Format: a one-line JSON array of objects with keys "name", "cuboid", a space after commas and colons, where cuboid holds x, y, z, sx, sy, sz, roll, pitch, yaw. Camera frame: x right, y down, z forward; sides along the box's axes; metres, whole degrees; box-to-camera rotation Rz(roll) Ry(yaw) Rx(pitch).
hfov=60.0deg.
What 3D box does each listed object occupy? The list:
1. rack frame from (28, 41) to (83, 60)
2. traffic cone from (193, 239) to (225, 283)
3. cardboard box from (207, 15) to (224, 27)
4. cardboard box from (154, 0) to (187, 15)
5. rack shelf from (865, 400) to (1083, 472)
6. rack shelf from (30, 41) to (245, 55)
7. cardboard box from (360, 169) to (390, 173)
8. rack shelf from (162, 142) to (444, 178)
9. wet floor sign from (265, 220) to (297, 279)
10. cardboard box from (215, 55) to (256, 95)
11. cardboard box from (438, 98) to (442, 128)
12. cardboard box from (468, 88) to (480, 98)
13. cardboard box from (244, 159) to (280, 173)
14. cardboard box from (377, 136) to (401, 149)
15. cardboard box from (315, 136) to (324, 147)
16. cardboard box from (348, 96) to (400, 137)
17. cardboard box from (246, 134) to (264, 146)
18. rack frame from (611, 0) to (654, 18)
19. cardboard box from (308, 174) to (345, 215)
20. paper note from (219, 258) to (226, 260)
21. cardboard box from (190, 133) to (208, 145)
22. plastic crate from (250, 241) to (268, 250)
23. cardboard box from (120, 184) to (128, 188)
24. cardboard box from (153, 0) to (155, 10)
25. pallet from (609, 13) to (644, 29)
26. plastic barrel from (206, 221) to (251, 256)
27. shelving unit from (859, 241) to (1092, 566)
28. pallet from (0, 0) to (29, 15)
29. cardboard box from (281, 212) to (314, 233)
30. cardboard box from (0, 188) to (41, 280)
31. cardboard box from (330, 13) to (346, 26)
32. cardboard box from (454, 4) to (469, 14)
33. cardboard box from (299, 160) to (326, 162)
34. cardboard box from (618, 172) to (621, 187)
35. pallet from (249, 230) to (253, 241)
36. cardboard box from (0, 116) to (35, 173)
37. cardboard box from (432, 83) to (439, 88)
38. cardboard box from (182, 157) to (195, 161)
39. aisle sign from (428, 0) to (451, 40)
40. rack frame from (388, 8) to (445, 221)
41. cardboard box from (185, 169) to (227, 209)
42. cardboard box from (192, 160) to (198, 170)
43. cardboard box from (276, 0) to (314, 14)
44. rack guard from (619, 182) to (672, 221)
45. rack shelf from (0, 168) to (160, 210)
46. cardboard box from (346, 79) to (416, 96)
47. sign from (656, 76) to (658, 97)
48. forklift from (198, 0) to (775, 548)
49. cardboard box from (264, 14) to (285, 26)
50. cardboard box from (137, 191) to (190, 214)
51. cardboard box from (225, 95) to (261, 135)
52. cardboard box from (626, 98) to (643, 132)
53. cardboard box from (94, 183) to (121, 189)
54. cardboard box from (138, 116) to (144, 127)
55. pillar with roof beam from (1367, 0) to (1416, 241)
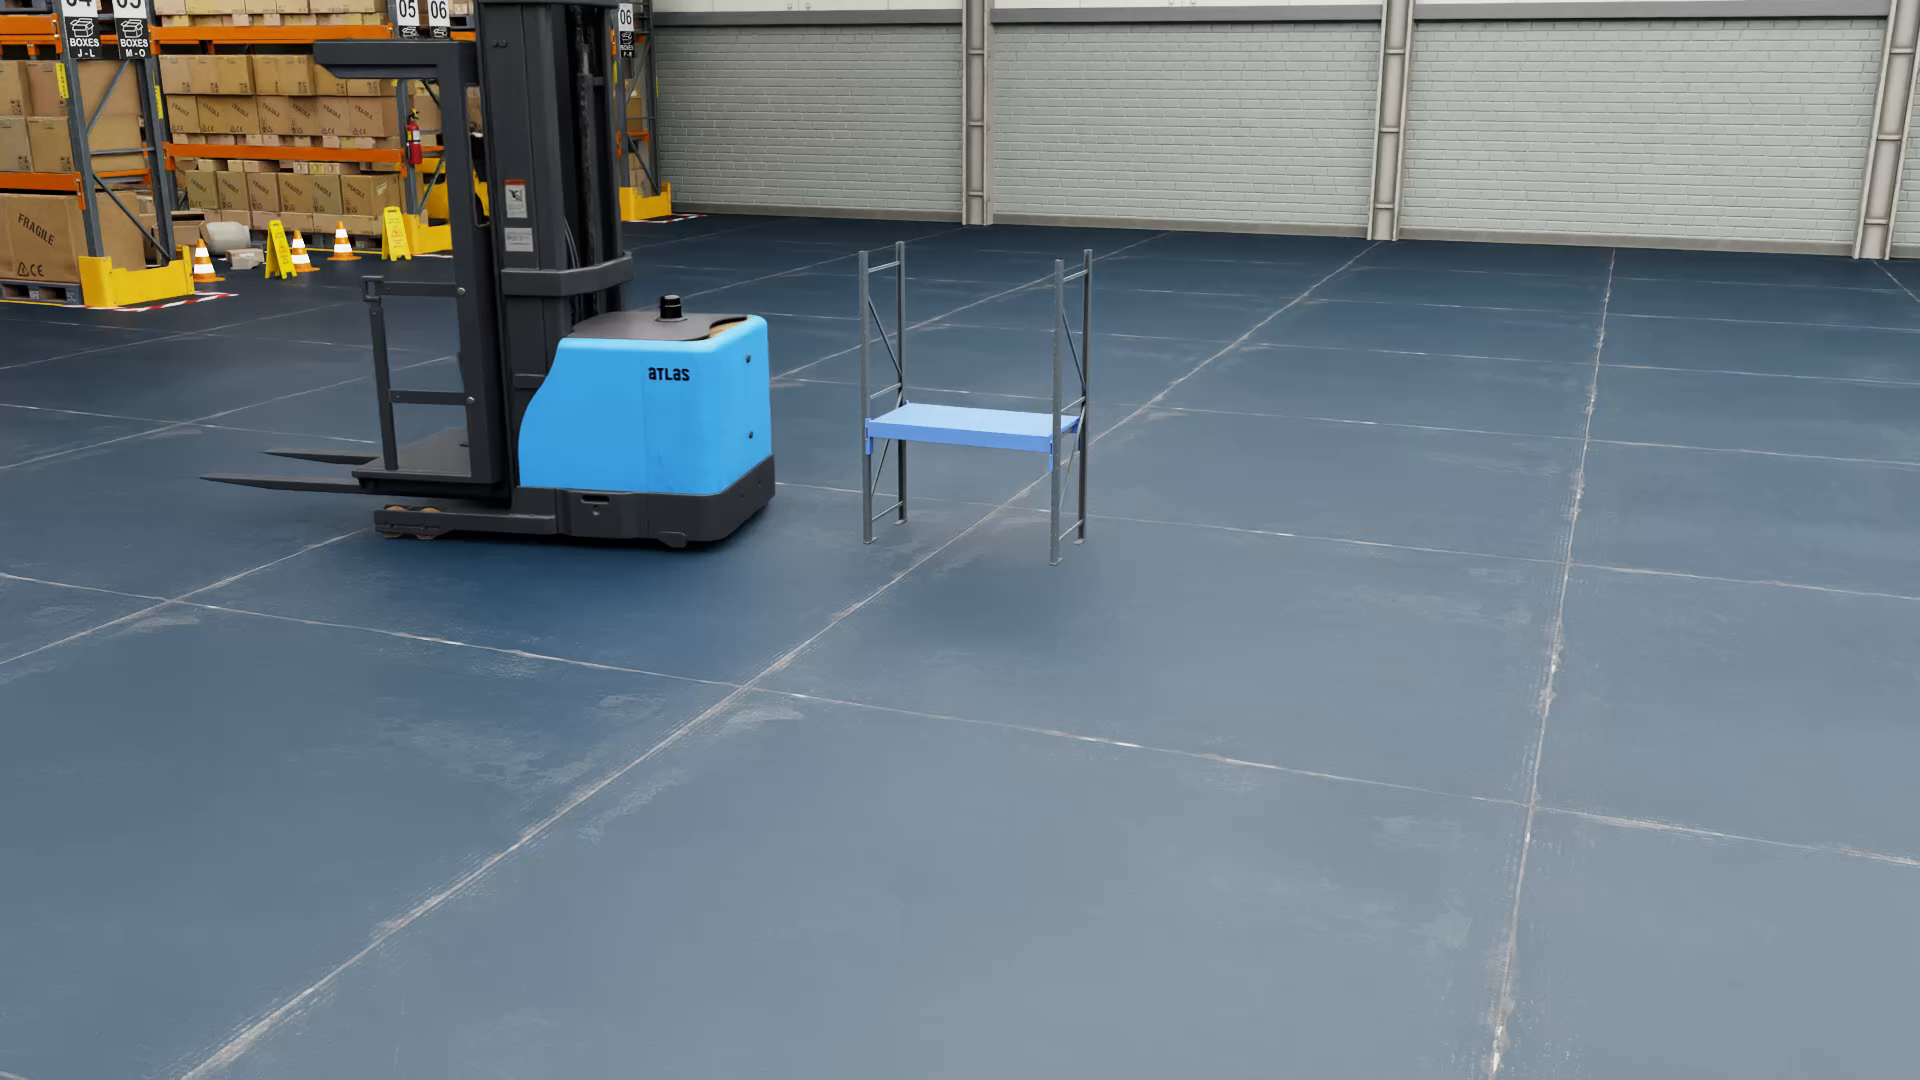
[{"name": "rack frame", "cuboid": [-16.156, -7.753, 29.999, 0.127, 3.000, 1.000, 6, 17, 21]}, {"name": "traffic cone", "cuboid": [-8.506, -3.148, 18.687, 0.334, 0.463, 0.336, 6, 17, 21]}, {"name": "cardboard box", "cuboid": [-9.620, -6.797, 21.778, 0.250, 0.149, 0.380, 7, 18, 22]}, {"name": "cardboard box", "cuboid": [-10.223, -7.042, 21.906, 0.500, 0.250, 0.500, 6, 17, 19]}, {"name": "rack shelf", "cuboid": [0.079, -0.539, 8.485, 1.000, 0.185, 0.538, 6, 17, 21]}, {"name": "rack shelf", "cuboid": [-14.296, -8.643, 28.977, 4.000, 0.370, 1.077, 6, 17, 21]}, {"name": "cardboard box", "cuboid": [-7.970, -4.688, 22.275, 0.500, 0.500, 0.500, 6, 17, 19]}, {"name": "rack shelf", "cuboid": [-8.672, -5.097, 22.140, 4.000, 0.370, 1.077, 6, 17, 21]}, {"name": "wet floor sign", "cuboid": [-7.780, -3.324, 18.964, 0.232, 0.644, 0.267, 3, 17, 11]}, {"name": "cardboard box", "cuboid": [-9.278, -6.100, 21.801, 0.500, 0.500, 0.700, 6, 17, 19]}, {"name": "cardboard box", "cuboid": [-8.397, -6.870, 26.777, 0.500, 0.500, 0.500, 6, 17, 19]}, {"name": "cardboard box", "cuboid": [-7.574, -7.076, 26.325, 0.250, 0.149, 0.380, 6, 17, 20]}, {"name": "cardboard box", "cuboid": [-9.258, -4.962, 22.056, 0.250, 0.149, 0.380, 7, 18, 24]}, {"name": "cardboard box", "cuboid": [-7.237, -5.100, 21.311, 0.250, 0.149, 0.380, 7, 18, 22]}, {"name": "cardboard box", "cuboid": [-8.182, -5.210, 21.690, 0.250, 0.149, 0.380, 7, 17, 21]}, {"name": "cardboard box", "cuboid": [-7.417, -5.413, 21.225, 0.500, 0.500, 0.500, 6, 17, 20]}, {"name": "cardboard box", "cuboid": [-9.170, -5.278, 21.923, 0.250, 0.149, 0.380, 6, 17, 21]}, {"name": "rack frame", "cuboid": [-4.993, -9.407, 24.935, 0.127, 3.000, 1.000, 6, 17, 21]}, {"name": "cardboard box", "cuboid": [-8.139, -4.546, 21.786, 0.500, 0.500, 0.500, 7, 18, 23]}, {"name": "paper note", "cuboid": [-9.156, -3.513, 20.739, 0.142, 0.019, 0.148, 14, 21, 40]}, {"name": "cardboard box", "cuboid": [-10.103, -5.398, 22.340, 0.250, 0.149, 0.380, 7, 18, 22]}, {"name": "plastic crate", "cuboid": [-9.372, -3.872, 21.866, 0.583, 0.080, 0.402, 0, 16, 1]}, {"name": "cardboard box", "cuboid": [-14.827, -6.542, 29.559, 0.500, 0.500, 0.500, 6, 17, 19]}, {"name": "cardboard box", "cuboid": [-11.129, -7.239, 22.365, 0.500, 0.250, 0.500, 6, 17, 20]}, {"name": "pallet", "cuboid": [-5.642, -8.003, 25.637, 1.213, 0.211, 1.003, 6, 17, 21]}, {"name": "plastic barrel", "cuboid": [-9.288, -3.819, 21.070, 0.512, 0.421, 0.421, -9, 18, -27]}, {"name": "shelving unit", "cuboid": [0.079, -0.712, 8.434, 1.048, 1.500, 0.538, 6, 17, 21]}, {"name": "pallet", "cuboid": [-10.366, -5.539, 17.152, 1.213, 0.211, 1.003, 6, 17, 21]}, {"name": "cardboard box", "cuboid": [-8.630, -4.239, 22.074, 0.500, 0.250, 0.500, 6, 17, 19]}, {"name": "cardboard box", "cuboid": [-10.008, -3.267, 17.603, 0.875, 0.875, 0.875, 6, 17, 20]}, {"name": "cardboard box", "cuboid": [-7.724, -6.575, 21.010, 0.250, 0.149, 0.380, 7, 18, 22]}, {"name": "cardboard box", "cuboid": [-7.693, -8.301, 26.025, 0.250, 0.149, 0.380, 7, 18, 22]}, {"name": "cardboard box", "cuboid": [-10.623, -6.204, 28.170, 0.625, 0.625, 0.875, 6, 17, 18]}, {"name": "cardboard box", "cuboid": [-5.561, -5.615, 25.918, 0.500, 0.250, 0.500, 6, 17, 20]}, {"name": "pallet", "cuboid": [-9.894, -4.248, 22.928, 1.213, 0.211, 1.003, 6, 17, 21]}, {"name": "cardboard box", "cuboid": [-9.415, -4.092, 17.121, 0.550, 0.550, 0.875, 6, 17, 21]}, {"name": "cardboard box", "cuboid": [-8.244, -7.329, 26.662, 0.250, 0.149, 0.380, 7, 17, 21]}, {"name": "cardboard box", "cuboid": [-13.253, -6.661, 28.806, 0.250, 0.149, 0.380, 5, 17, 18]}, {"name": "aisle sign", "cuboid": [-6.640, -6.560, 21.228, 0.004, 0.787, 0.394, 6, 17, 21]}, {"name": "rack frame", "cuboid": [-6.811, -5.238, 21.335, 0.127, 3.000, 1.000, 6, 17, 21]}, {"name": "cardboard box", "cuboid": [-10.082, -4.758, 22.516, 0.500, 0.500, 0.500, 7, 18, 23]}, {"name": "cardboard box", "cuboid": [-12.908, -6.333, 28.837, 0.500, 0.500, 0.500, 7, 18, 22]}, {"name": "cardboard box", "cuboid": [-8.338, -6.835, 21.193, 0.500, 0.250, 0.500, 7, 18, 22]}, {"name": "rack guard", "cuboid": [-4.971, -5.323, 26.111, 0.348, 0.500, 1.175, 6, 17, 21]}, {"name": "rack shelf", "cuboid": [-10.394, -3.803, 17.683, 4.000, 0.370, 1.077, 6, 17, 21]}, {"name": "cardboard box", "cuboid": [-7.366, -5.904, 21.125, 0.500, 0.500, 0.700, 6, 17, 19]}, {"name": "sign", "cuboid": [-4.784, -7.123, 26.133, 0.005, 0.325, 0.100, 6, 17, 21]}, {"name": "forklift", "cuboid": [-2.599, -1.548, 8.748, 3.031, 2.935, 1.130, 3, 16, 10]}, {"name": "cardboard box", "cuboid": [-8.691, -6.667, 21.329, 0.250, 0.149, 0.380, 6, 17, 20]}, {"name": "cardboard box", "cuboid": [-11.021, -4.640, 23.235, 0.625, 0.372, 0.950, 7, 17, 21]}, {"name": "cardboard box", "cuboid": [-9.287, -5.620, 21.941, 0.500, 0.500, 0.500, 6, 17, 20]}, {"name": "cardboard box", "cuboid": [-5.352, -6.696, 26.180, 0.500, 0.500, 0.500, 7, 18, 22]}, {"name": "cardboard box", "cuboid": [-11.157, -4.345, 21.387, 0.500, 0.500, 0.500, 6, 17, 21]}, {"name": "cardboard box", "cuboid": [-11.112, -5.709, 22.656, 0.250, 0.149, 0.380, 7, 17, 21]}, {"name": "pillar with roof beam", "cuboid": [4.273, -7.367, 17.911, 0.400, 9.000, 9.100, 6, 17, 21]}]
